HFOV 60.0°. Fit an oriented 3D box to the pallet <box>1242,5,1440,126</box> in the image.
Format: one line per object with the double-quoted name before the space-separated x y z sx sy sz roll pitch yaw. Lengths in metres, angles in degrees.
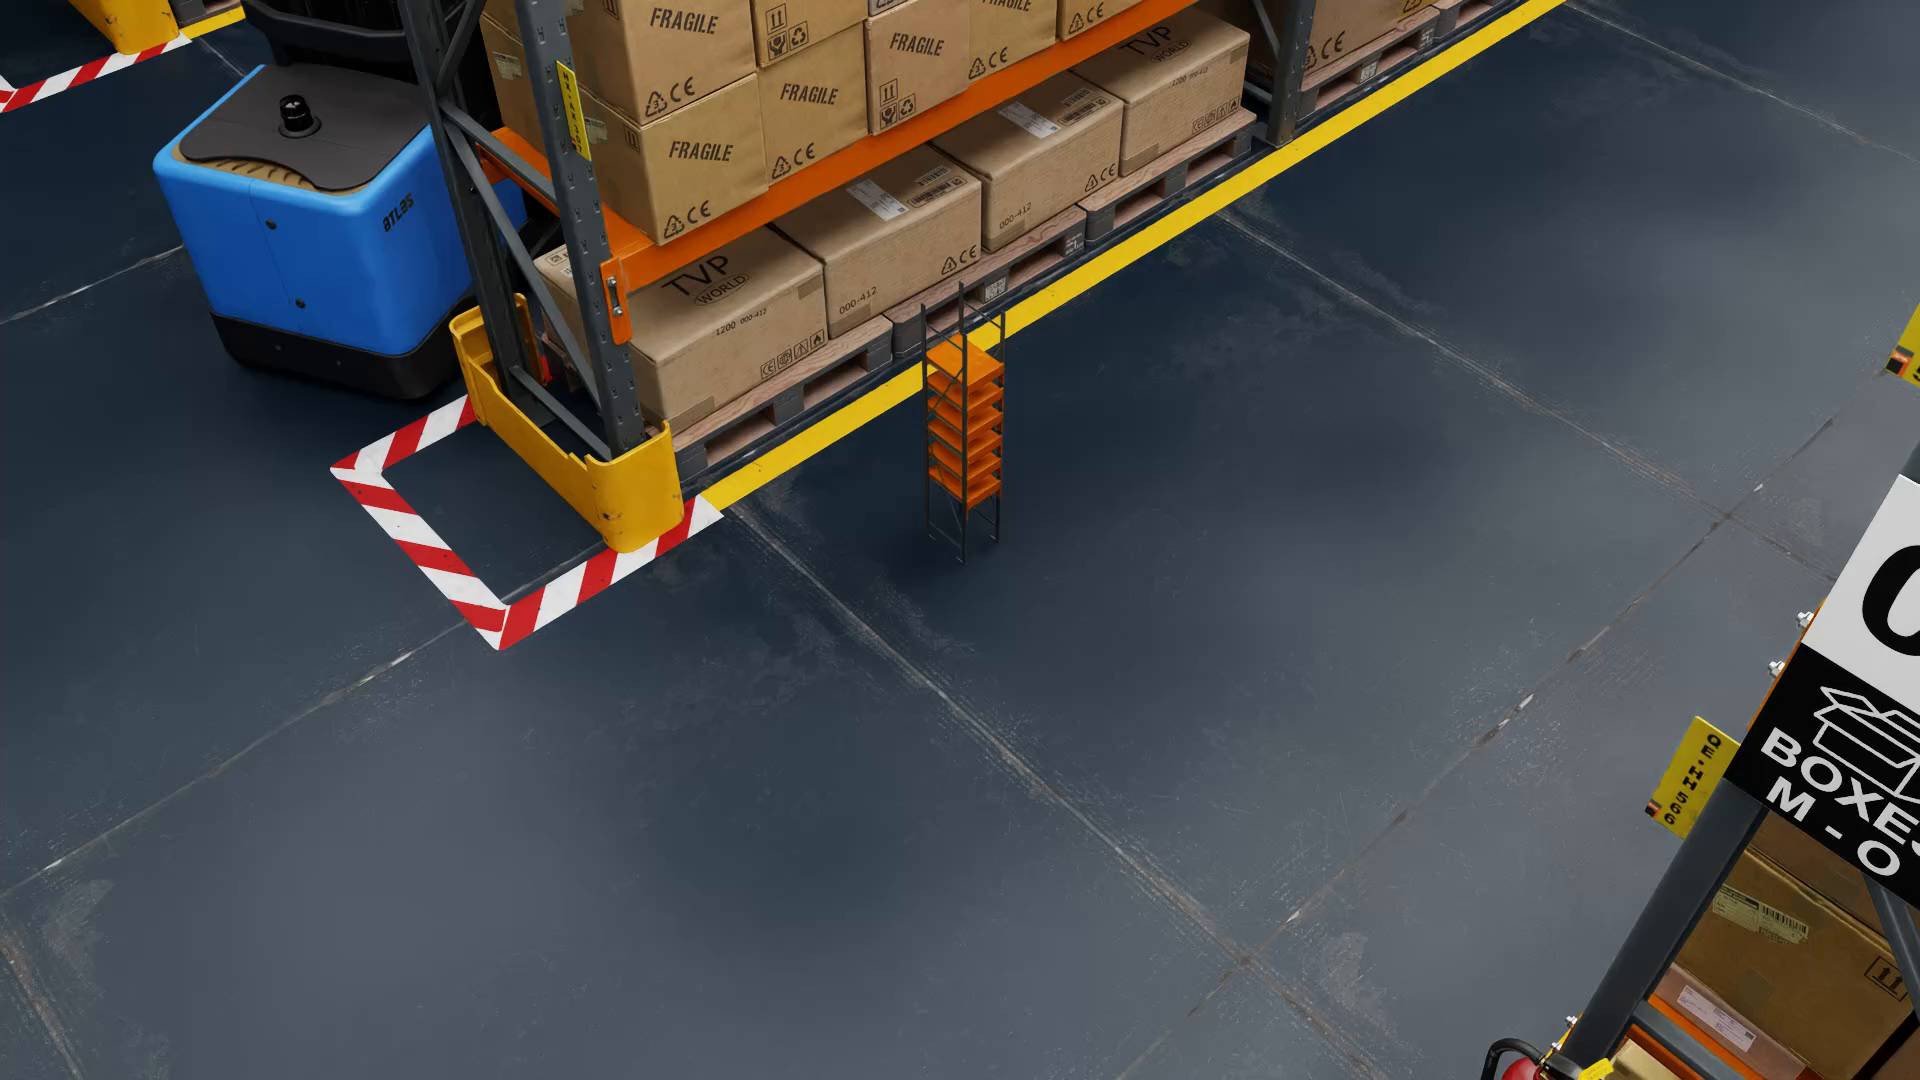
"pallet" 1.873 -2.811 9.200 1.213 0.211 1.003 -34 56 -27

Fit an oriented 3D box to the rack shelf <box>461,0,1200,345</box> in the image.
"rack shelf" -0.127 -2.102 7.138 4.000 0.370 1.077 -34 56 -27

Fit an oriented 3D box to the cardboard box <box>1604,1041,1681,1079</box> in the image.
"cardboard box" 2.019 1.508 4.567 0.250 0.149 0.380 -33 55 -27

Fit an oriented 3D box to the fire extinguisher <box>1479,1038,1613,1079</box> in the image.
"fire extinguisher" 1.301 1.311 3.806 0.183 0.674 0.296 -34 56 -27

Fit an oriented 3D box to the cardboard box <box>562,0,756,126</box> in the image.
"cardboard box" -1.060 -1.812 5.633 0.500 0.500 0.500 -35 56 -28

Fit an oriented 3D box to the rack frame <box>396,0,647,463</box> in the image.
"rack frame" -1.607 -1.357 5.961 0.127 3.000 1.000 -34 56 -27

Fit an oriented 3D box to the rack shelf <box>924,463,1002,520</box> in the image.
"rack shelf" 0.011 -0.221 6.525 0.180 0.103 0.258 -34 56 -27

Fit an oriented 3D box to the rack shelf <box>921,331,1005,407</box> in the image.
"rack shelf" 0.011 -0.628 6.084 0.180 0.103 0.258 -34 56 -27

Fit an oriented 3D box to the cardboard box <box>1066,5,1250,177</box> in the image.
"cardboard box" 0.816 -2.356 8.341 0.875 0.438 0.875 -35 56 -28

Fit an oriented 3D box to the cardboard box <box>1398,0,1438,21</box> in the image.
"cardboard box" 2.420 -3.557 9.151 0.875 0.875 0.875 -32 55 -26

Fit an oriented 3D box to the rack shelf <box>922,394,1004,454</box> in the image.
"rack shelf" 0.011 -0.465 6.260 0.180 0.103 0.258 -34 56 -27

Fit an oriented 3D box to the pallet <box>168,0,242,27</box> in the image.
"pallet" -4.304 -3.541 9.874 1.213 0.211 1.003 -34 56 -27

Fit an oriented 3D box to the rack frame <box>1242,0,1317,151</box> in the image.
"rack frame" 1.352 -3.335 7.786 0.127 3.000 1.000 -34 56 -27

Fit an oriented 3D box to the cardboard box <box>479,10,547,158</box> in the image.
"cardboard box" -1.428 -1.773 6.277 0.500 0.500 0.500 -33 56 -27

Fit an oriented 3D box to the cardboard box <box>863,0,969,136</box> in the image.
"cardboard box" -0.315 -1.979 6.467 0.500 0.500 0.500 -34 56 -27

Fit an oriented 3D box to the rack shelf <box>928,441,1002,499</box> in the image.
"rack shelf" 0.011 -0.303 6.436 0.180 0.103 0.258 -34 56 -27

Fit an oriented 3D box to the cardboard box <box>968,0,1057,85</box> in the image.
"cardboard box" 0.044 -2.236 6.704 0.500 0.500 0.500 -32 55 -26

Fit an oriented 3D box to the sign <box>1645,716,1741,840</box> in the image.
"sign" 1.439 0.473 3.269 0.005 0.325 0.100 -34 56 -27

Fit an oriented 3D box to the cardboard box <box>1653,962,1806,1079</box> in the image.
"cardboard box" 1.849 1.055 3.906 0.250 0.149 0.380 -34 56 -27

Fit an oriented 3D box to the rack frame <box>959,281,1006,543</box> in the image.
"rack frame" 0.078 -0.459 6.357 0.006 1.200 0.240 -34 56 -27

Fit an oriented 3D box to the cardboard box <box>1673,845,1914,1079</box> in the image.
"cardboard box" 1.957 0.788 3.712 0.500 0.500 0.500 -33 55 -26

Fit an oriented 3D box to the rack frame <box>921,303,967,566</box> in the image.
"rack frame" -0.057 -0.369 6.274 0.006 1.200 0.240 -34 56 -27

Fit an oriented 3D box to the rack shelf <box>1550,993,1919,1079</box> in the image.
"rack shelf" 3.277 0.540 4.700 4.000 0.370 1.077 -34 56 -27

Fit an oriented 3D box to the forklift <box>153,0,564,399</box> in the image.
"forklift" -2.338 -2.711 7.257 1.130 2.935 3.031 14 49 13

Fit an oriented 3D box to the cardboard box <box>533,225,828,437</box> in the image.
"cardboard box" -1.186 -1.011 7.100 0.875 0.438 0.875 -36 57 -28

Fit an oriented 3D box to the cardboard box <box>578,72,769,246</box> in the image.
"cardboard box" -1.059 -1.472 5.999 0.500 0.500 0.500 -34 56 -27

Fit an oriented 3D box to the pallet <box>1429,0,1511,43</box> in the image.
"pallet" 2.776 -3.418 9.760 1.213 0.211 1.003 -34 56 -27

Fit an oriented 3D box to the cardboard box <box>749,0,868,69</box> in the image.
"cardboard box" -0.683 -2.072 5.872 0.500 0.500 0.500 -35 56 -28

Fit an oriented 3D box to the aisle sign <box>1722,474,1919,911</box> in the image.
"aisle sign" 1.542 0.276 2.685 0.004 0.787 0.394 -34 56 -27

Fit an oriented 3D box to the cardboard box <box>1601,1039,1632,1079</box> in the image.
"cardboard box" 1.996 1.592 4.692 0.250 0.149 0.380 -35 56 -28

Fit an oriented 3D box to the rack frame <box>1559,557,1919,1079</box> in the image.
"rack frame" 1.798 1.285 3.524 0.127 3.000 1.000 -34 56 -27

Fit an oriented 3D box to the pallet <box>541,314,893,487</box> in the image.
"pallet" -1.068 -0.849 7.390 1.213 0.211 1.003 -34 56 -27

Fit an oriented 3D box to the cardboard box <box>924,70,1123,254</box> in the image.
"cardboard box" 0.154 -1.913 7.932 0.875 0.438 0.875 -35 56 -28

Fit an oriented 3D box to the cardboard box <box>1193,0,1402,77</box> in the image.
"cardboard box" 1.757 -3.107 8.735 0.875 0.875 0.875 -32 55 -26

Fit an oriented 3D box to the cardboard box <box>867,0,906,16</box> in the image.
"cardboard box" -0.307 -2.330 6.111 0.500 0.500 0.500 -34 56 -27

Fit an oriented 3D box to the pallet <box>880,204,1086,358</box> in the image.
"pallet" -0.166 -1.449 7.944 1.213 0.211 1.003 -34 56 -27

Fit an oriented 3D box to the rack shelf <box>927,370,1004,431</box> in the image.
"rack shelf" 0.011 -0.547 6.172 0.180 0.103 0.258 -34 56 -27

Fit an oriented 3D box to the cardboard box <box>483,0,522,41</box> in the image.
"cardboard box" -1.411 -2.098 5.896 0.500 0.500 0.500 -32 55 -26

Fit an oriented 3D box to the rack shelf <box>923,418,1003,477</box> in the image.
"rack shelf" 0.011 -0.384 6.348 0.180 0.103 0.258 -34 56 -27

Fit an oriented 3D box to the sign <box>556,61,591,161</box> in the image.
"sign" -1.238 -1.373 5.333 0.005 0.325 0.100 -34 56 -27

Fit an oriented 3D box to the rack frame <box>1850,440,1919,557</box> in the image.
"rack frame" 1.798 -0.750 1.319 0.127 3.000 1.000 -34 56 -27

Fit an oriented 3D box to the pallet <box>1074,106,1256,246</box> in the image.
"pallet" 0.737 -2.056 8.503 1.213 0.211 1.003 -34 56 -27

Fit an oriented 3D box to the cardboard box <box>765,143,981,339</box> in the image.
"cardboard box" -0.515 -1.468 7.521 0.875 0.438 0.875 -32 55 -26

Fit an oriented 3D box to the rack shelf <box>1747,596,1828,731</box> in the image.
"rack shelf" 3.277 -0.477 3.598 4.000 0.370 1.077 -34 56 -27

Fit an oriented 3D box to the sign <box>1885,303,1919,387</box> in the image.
"sign" 1.439 -0.344 2.383 0.005 0.325 0.100 -34 56 -27

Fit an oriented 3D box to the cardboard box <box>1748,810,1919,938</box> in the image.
"cardboard box" 1.969 0.449 3.344 0.500 0.500 0.500 -35 56 -28

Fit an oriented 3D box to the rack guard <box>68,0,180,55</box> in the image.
"rack guard" -4.893 -3.244 9.403 0.348 0.500 1.175 -34 56 -27

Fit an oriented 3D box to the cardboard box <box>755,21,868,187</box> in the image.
"cardboard box" -0.703 -1.737 6.244 0.500 0.500 0.500 -35 56 -28

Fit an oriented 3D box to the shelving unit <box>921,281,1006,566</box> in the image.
"shelving unit" 0.011 -0.414 6.316 0.189 1.200 0.258 -34 56 -27

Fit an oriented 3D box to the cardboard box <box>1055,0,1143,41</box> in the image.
"cardboard box" 0.442 -2.486 6.935 0.500 0.500 0.500 -35 56 -28

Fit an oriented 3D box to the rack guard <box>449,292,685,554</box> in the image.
"rack guard" -1.625 -0.497 6.869 0.348 0.500 1.175 -34 56 -27
